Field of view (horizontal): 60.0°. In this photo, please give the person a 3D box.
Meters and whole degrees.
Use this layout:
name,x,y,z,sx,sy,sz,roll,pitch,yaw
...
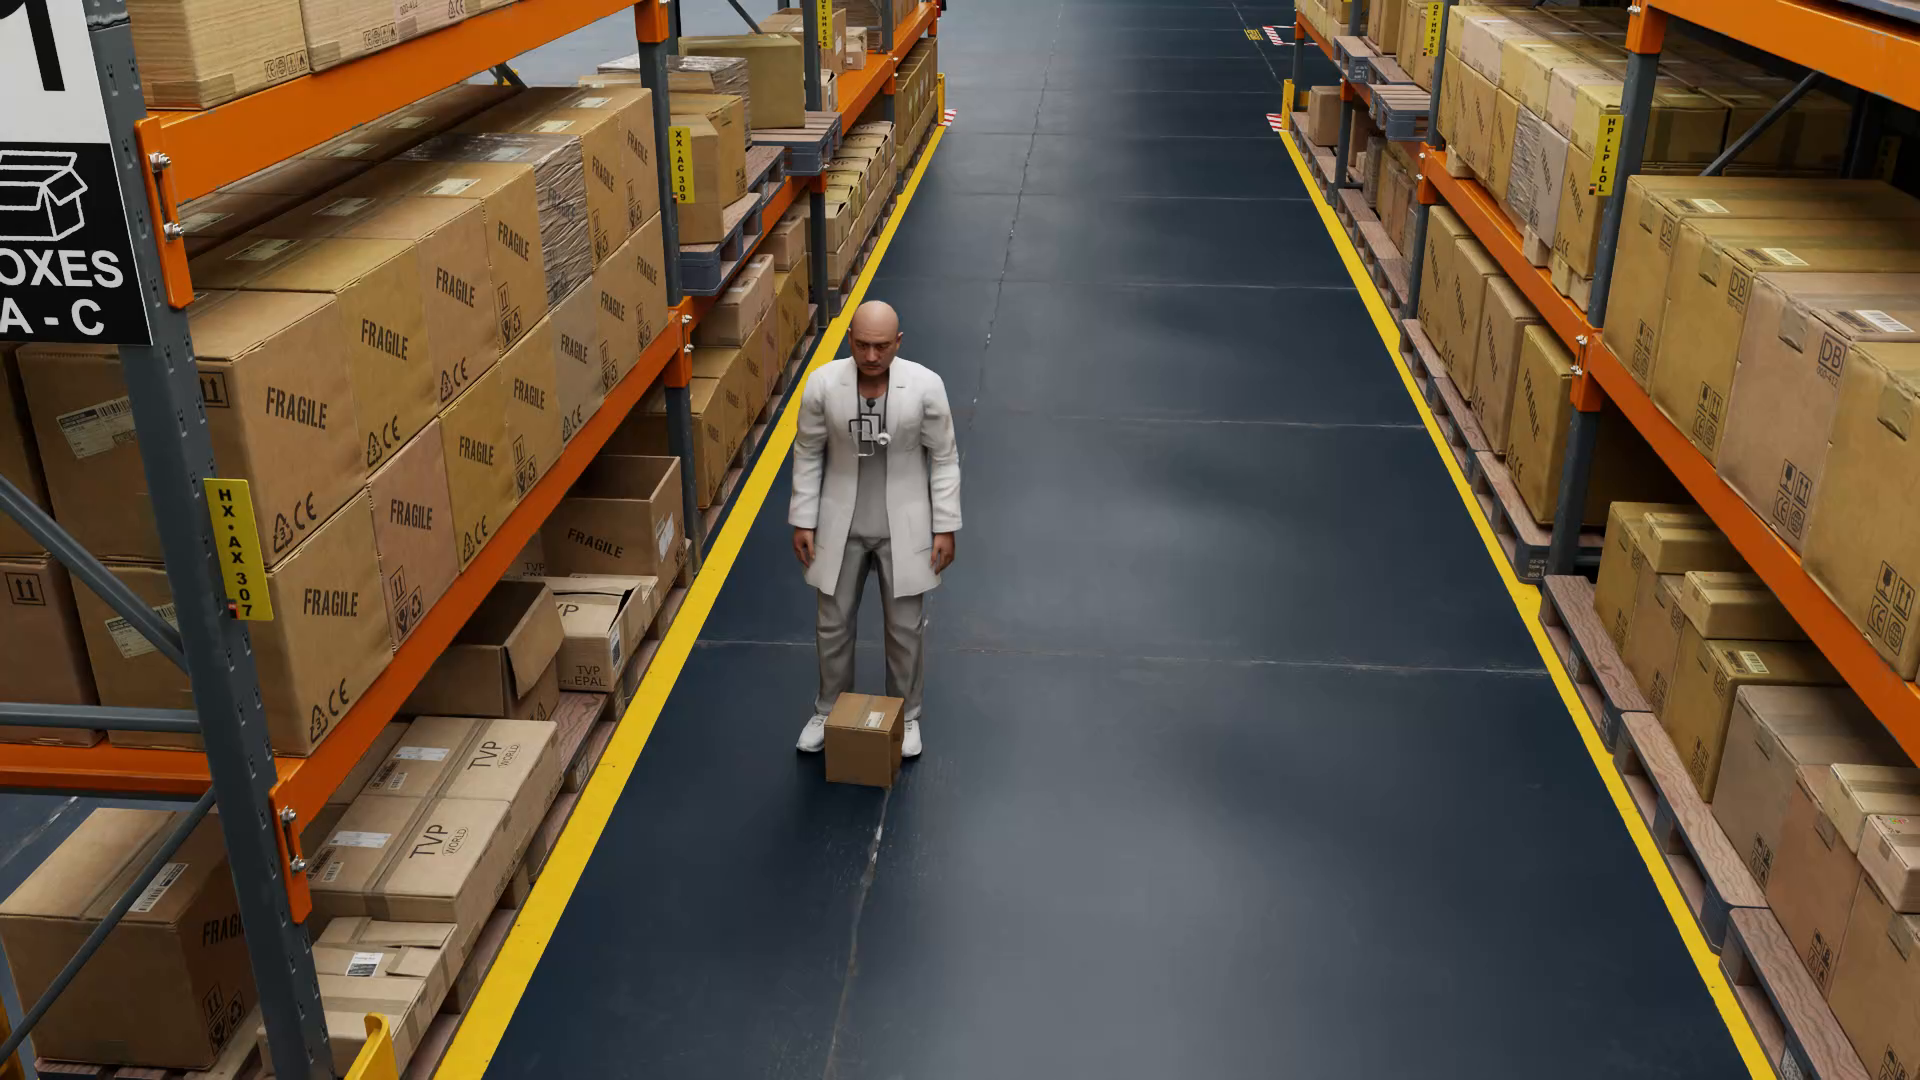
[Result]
name,x,y,z,sx,sy,sz,roll,pitch,yaw
person,-0.316,-0.040,6.211,0.654,1.775,0.420,2,24,4
